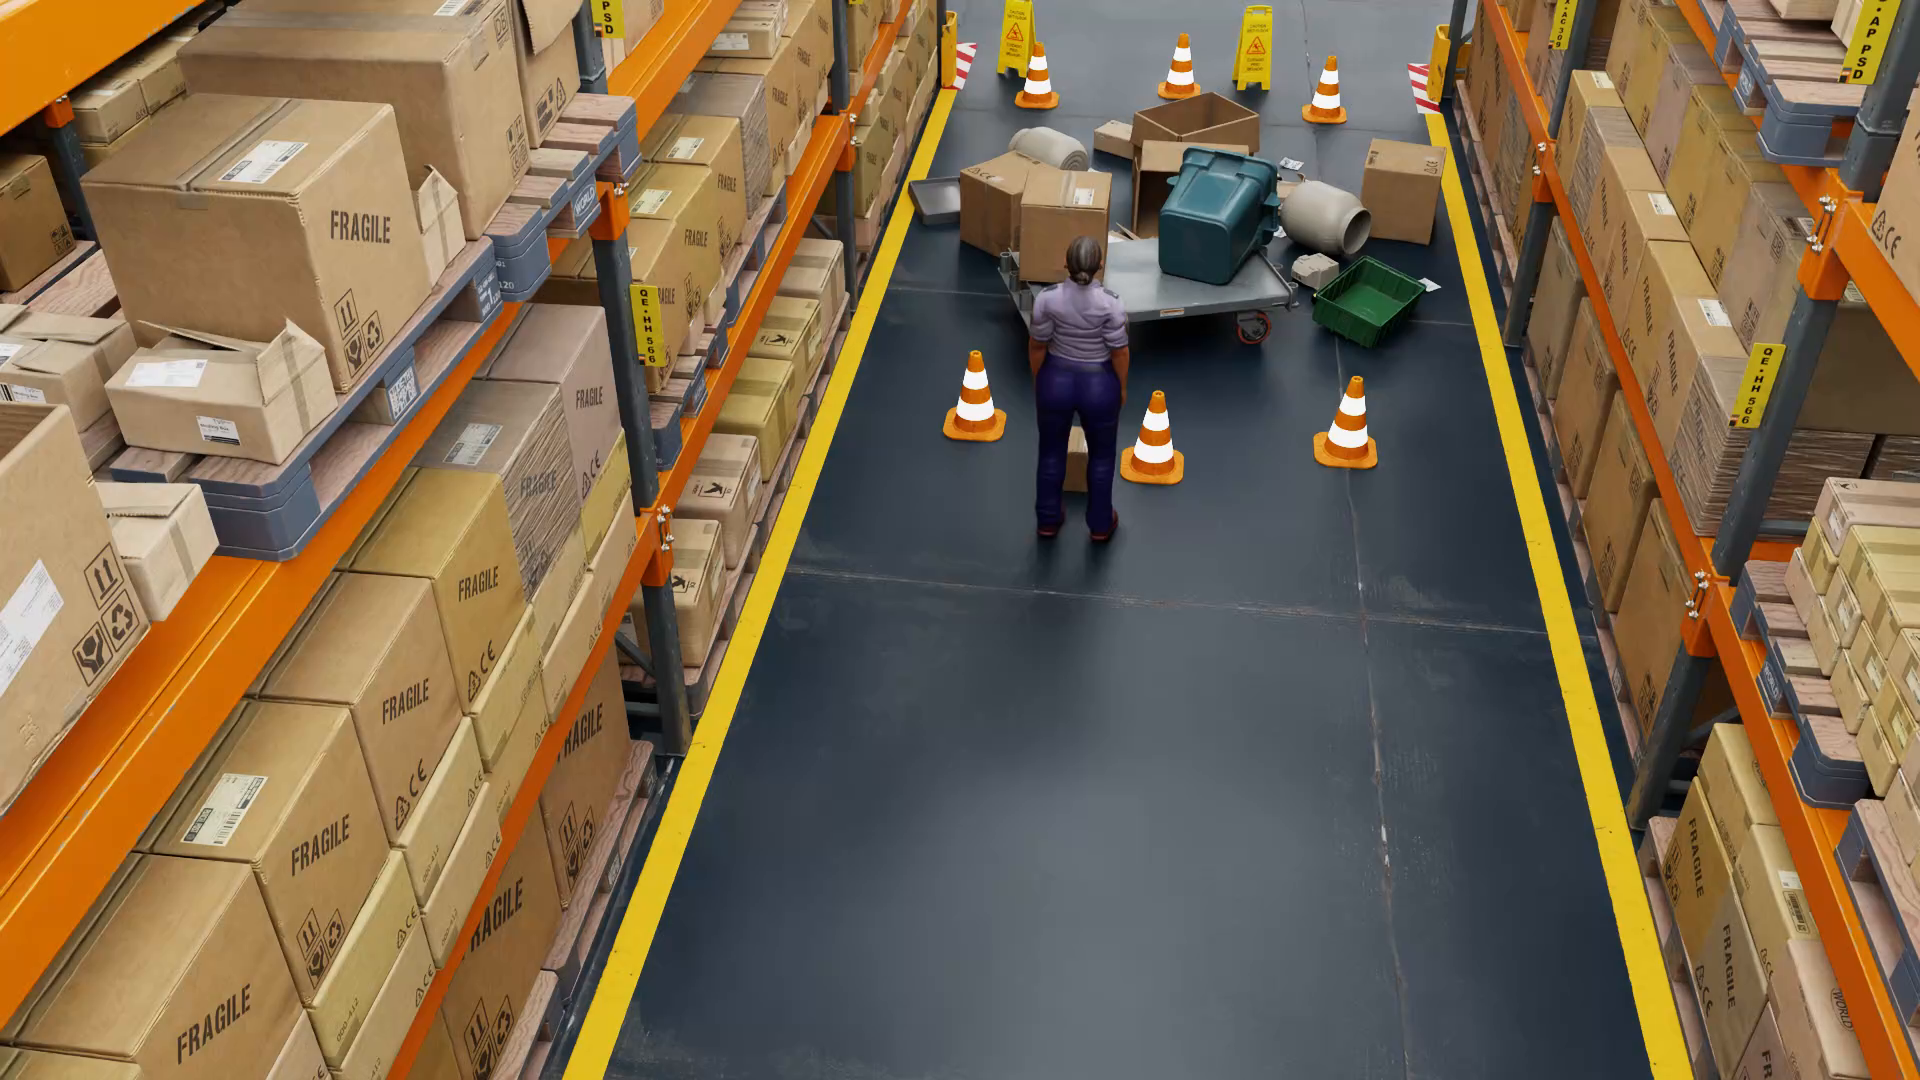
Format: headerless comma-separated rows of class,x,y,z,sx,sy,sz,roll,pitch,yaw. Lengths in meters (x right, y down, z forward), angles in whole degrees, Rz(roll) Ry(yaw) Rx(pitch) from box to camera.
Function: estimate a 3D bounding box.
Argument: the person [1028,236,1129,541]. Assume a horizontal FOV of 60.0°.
person,0.568,-0.724,8.004,0.478,1.642,0.366,8,37,11
